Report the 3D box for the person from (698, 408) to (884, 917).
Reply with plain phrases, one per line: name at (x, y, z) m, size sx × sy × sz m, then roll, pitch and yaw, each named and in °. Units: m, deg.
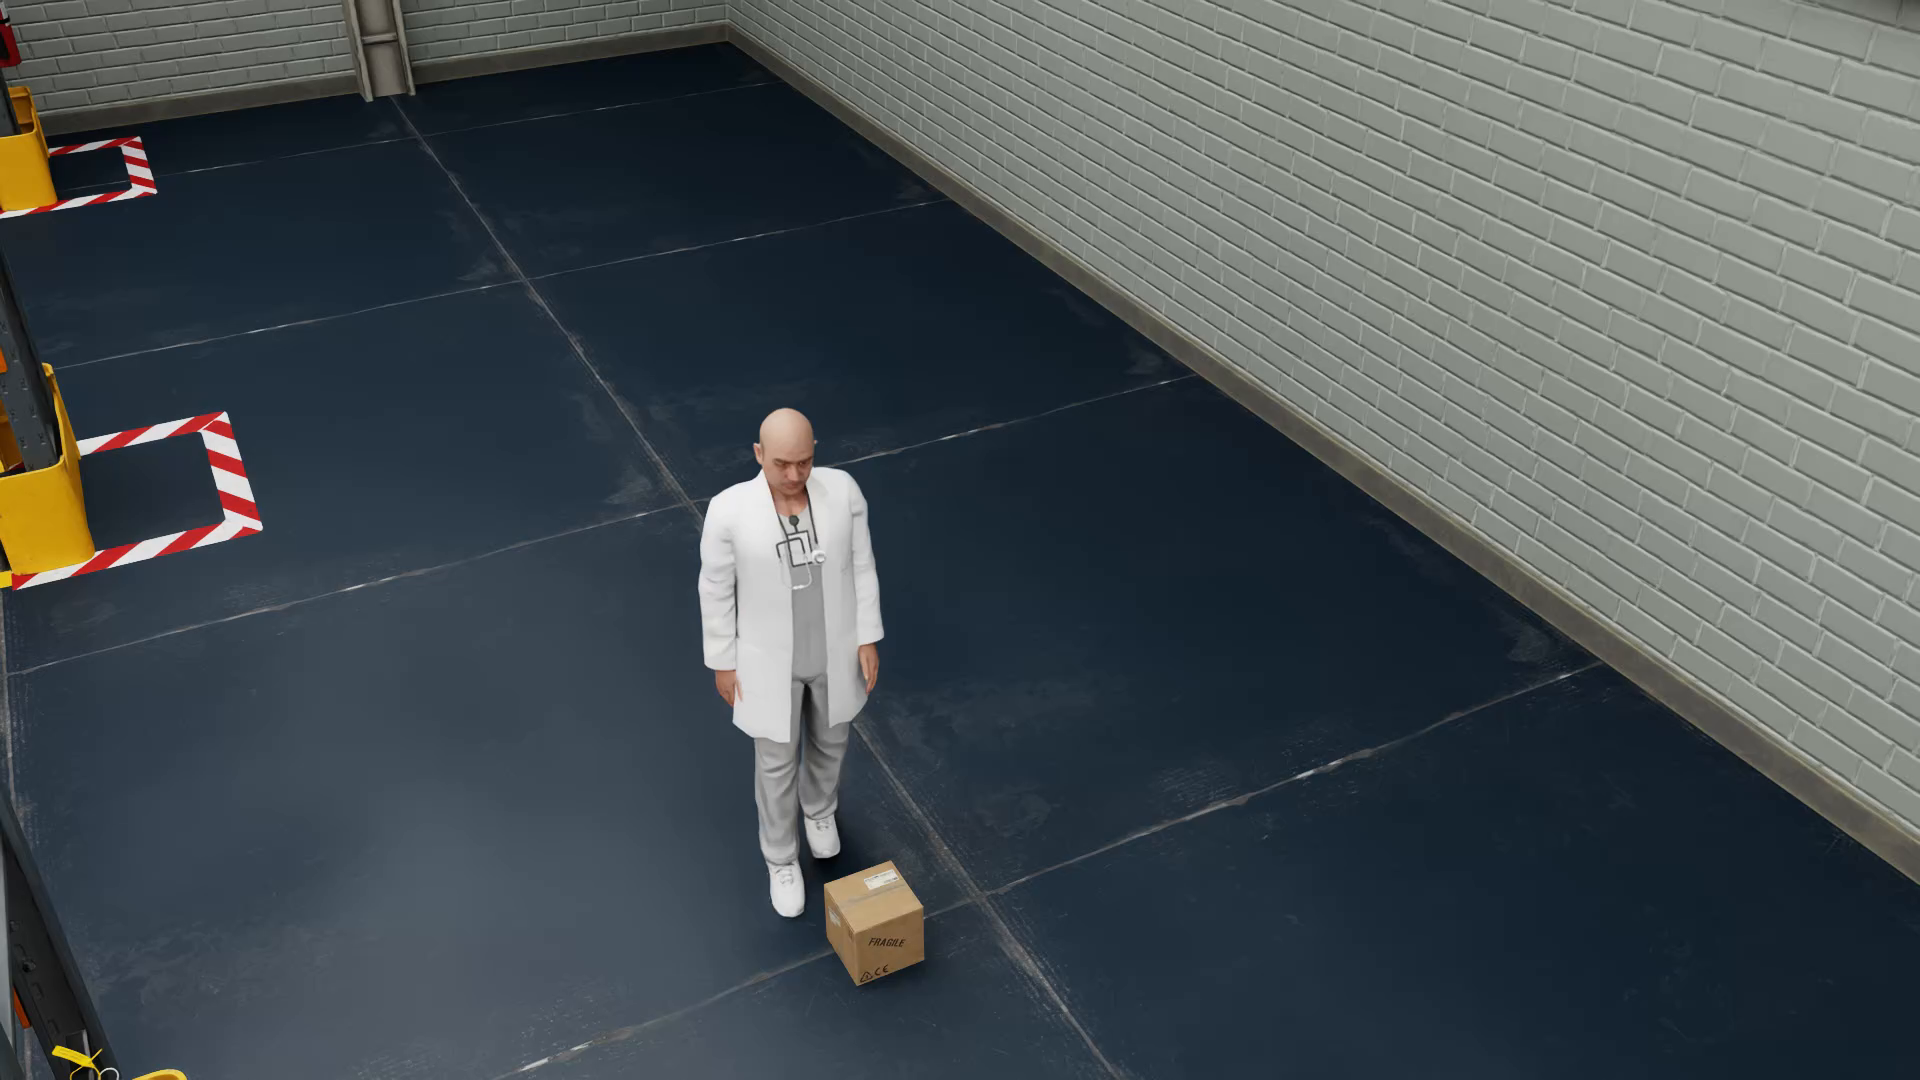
person at (-0.545, 0.392, 5.535) m, size 0.599 × 1.797 × 0.585 m, roll -11°, pitch 34°, yaw -17°
